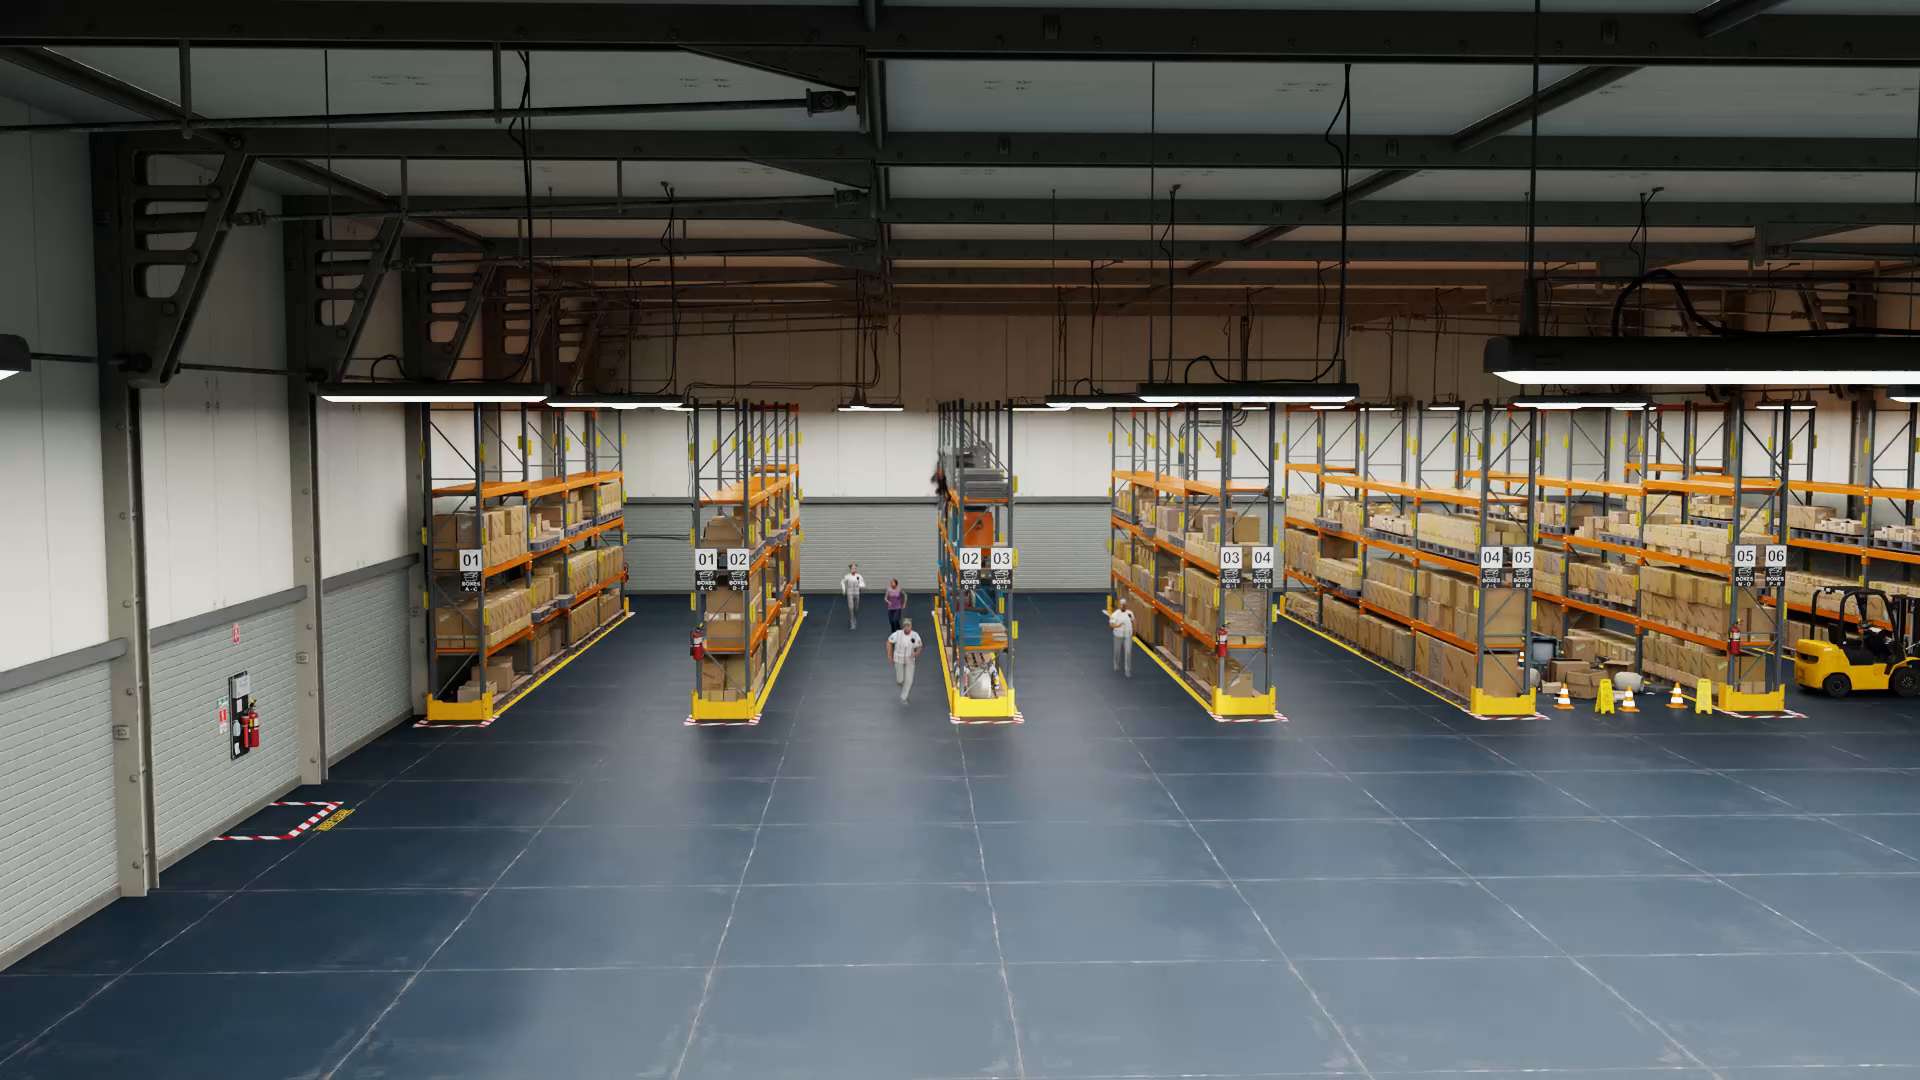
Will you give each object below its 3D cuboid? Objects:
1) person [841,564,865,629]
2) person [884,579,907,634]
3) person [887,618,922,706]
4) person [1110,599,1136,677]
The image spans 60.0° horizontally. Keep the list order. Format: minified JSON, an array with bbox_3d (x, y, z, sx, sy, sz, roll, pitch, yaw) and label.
[{"bbox_3d":[-2.847,1.482,44.472,0.603,1.699,0.914,-1,4,-15],"label":"person"},{"bbox_3d":[-1.628,1.776,41.761,0.558,1.580,0.646,1,4,7],"label":"person"},{"bbox_3d":[-1.090,2.394,32.813,0.701,1.729,0.697,0,4,-2],"label":"person"},{"bbox_3d":[3.567,2.115,36.365,0.607,1.651,0.921,0,4,-1],"label":"person"}]
